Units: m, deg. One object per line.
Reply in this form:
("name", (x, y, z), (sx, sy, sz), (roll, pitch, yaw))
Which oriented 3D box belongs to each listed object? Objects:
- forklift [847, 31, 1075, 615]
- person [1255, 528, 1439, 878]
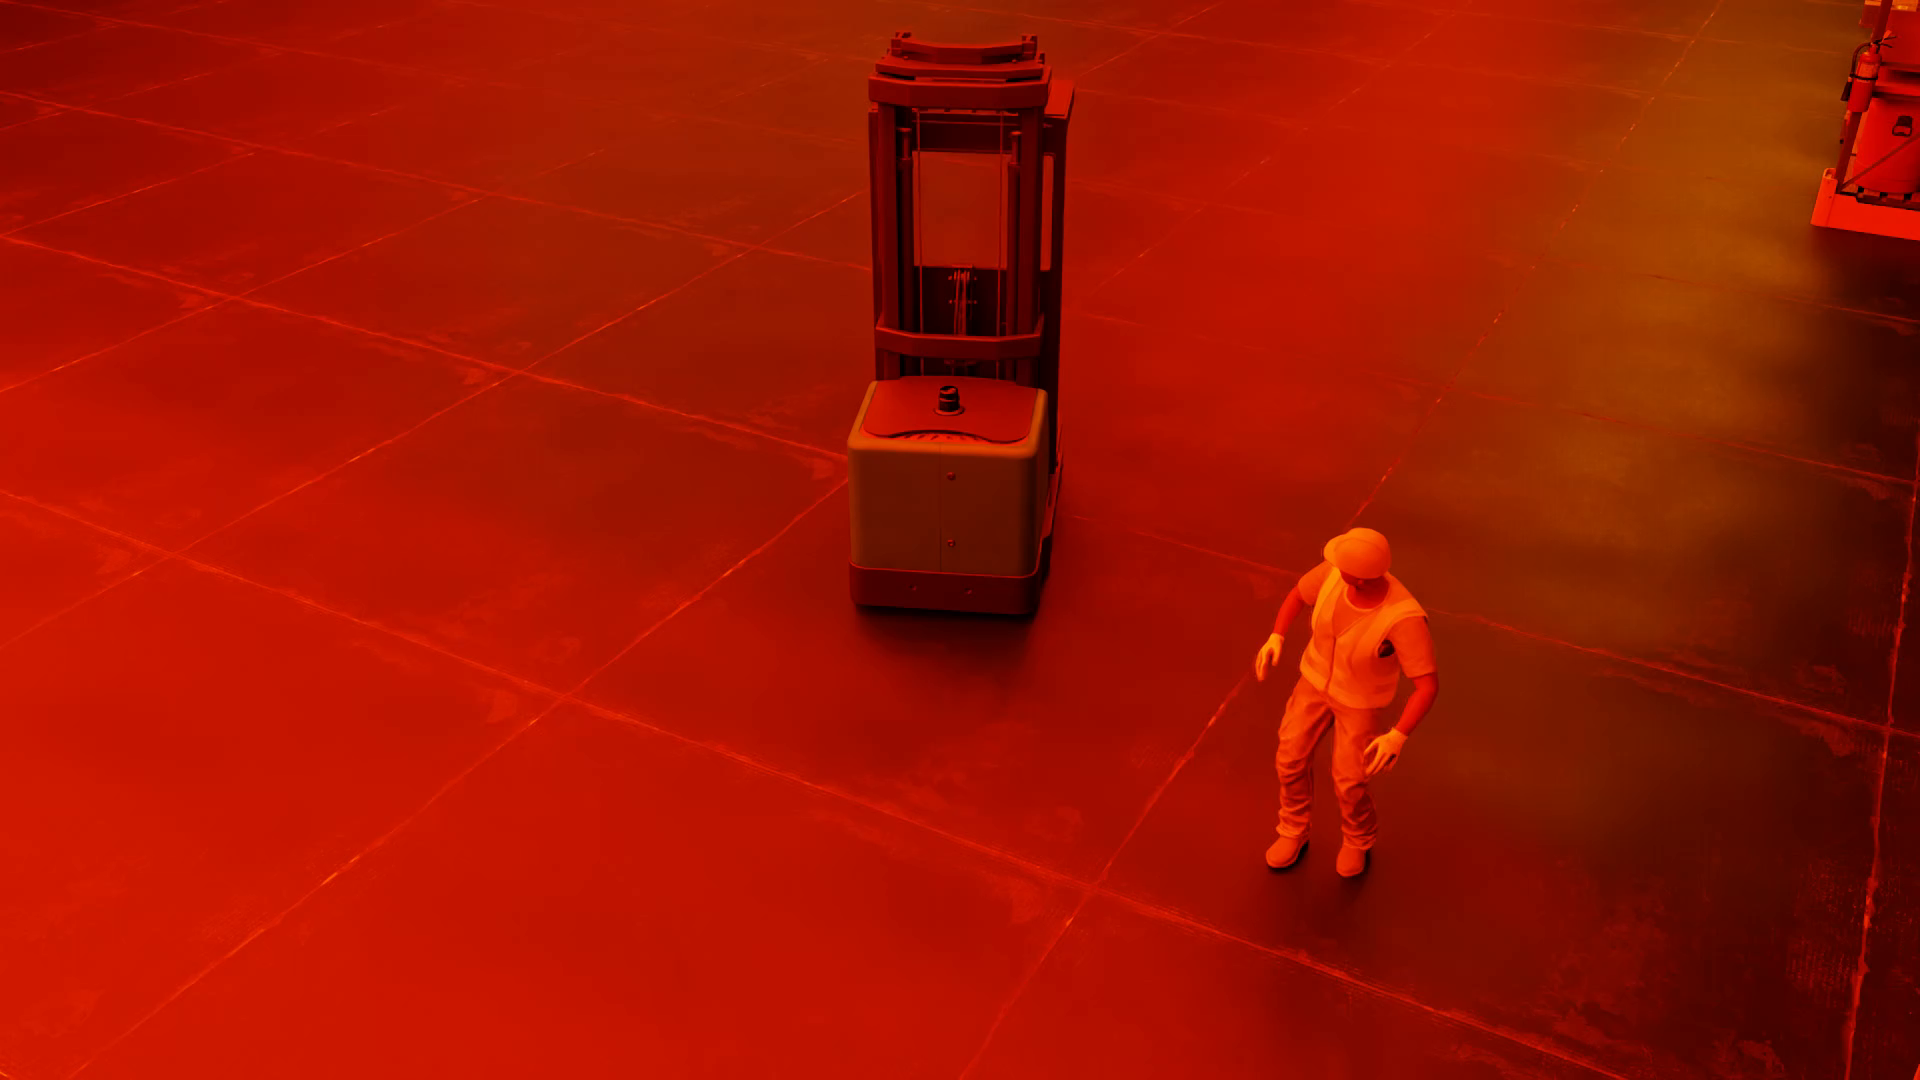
("forklift", (0.072, -1.572, 9.794), (1.130, 2.935, 3.031), (3, 30, 6))
("person", (1.639, 0.694, 7.109), (0.564, 1.723, 0.803), (-26, 39, -38))
